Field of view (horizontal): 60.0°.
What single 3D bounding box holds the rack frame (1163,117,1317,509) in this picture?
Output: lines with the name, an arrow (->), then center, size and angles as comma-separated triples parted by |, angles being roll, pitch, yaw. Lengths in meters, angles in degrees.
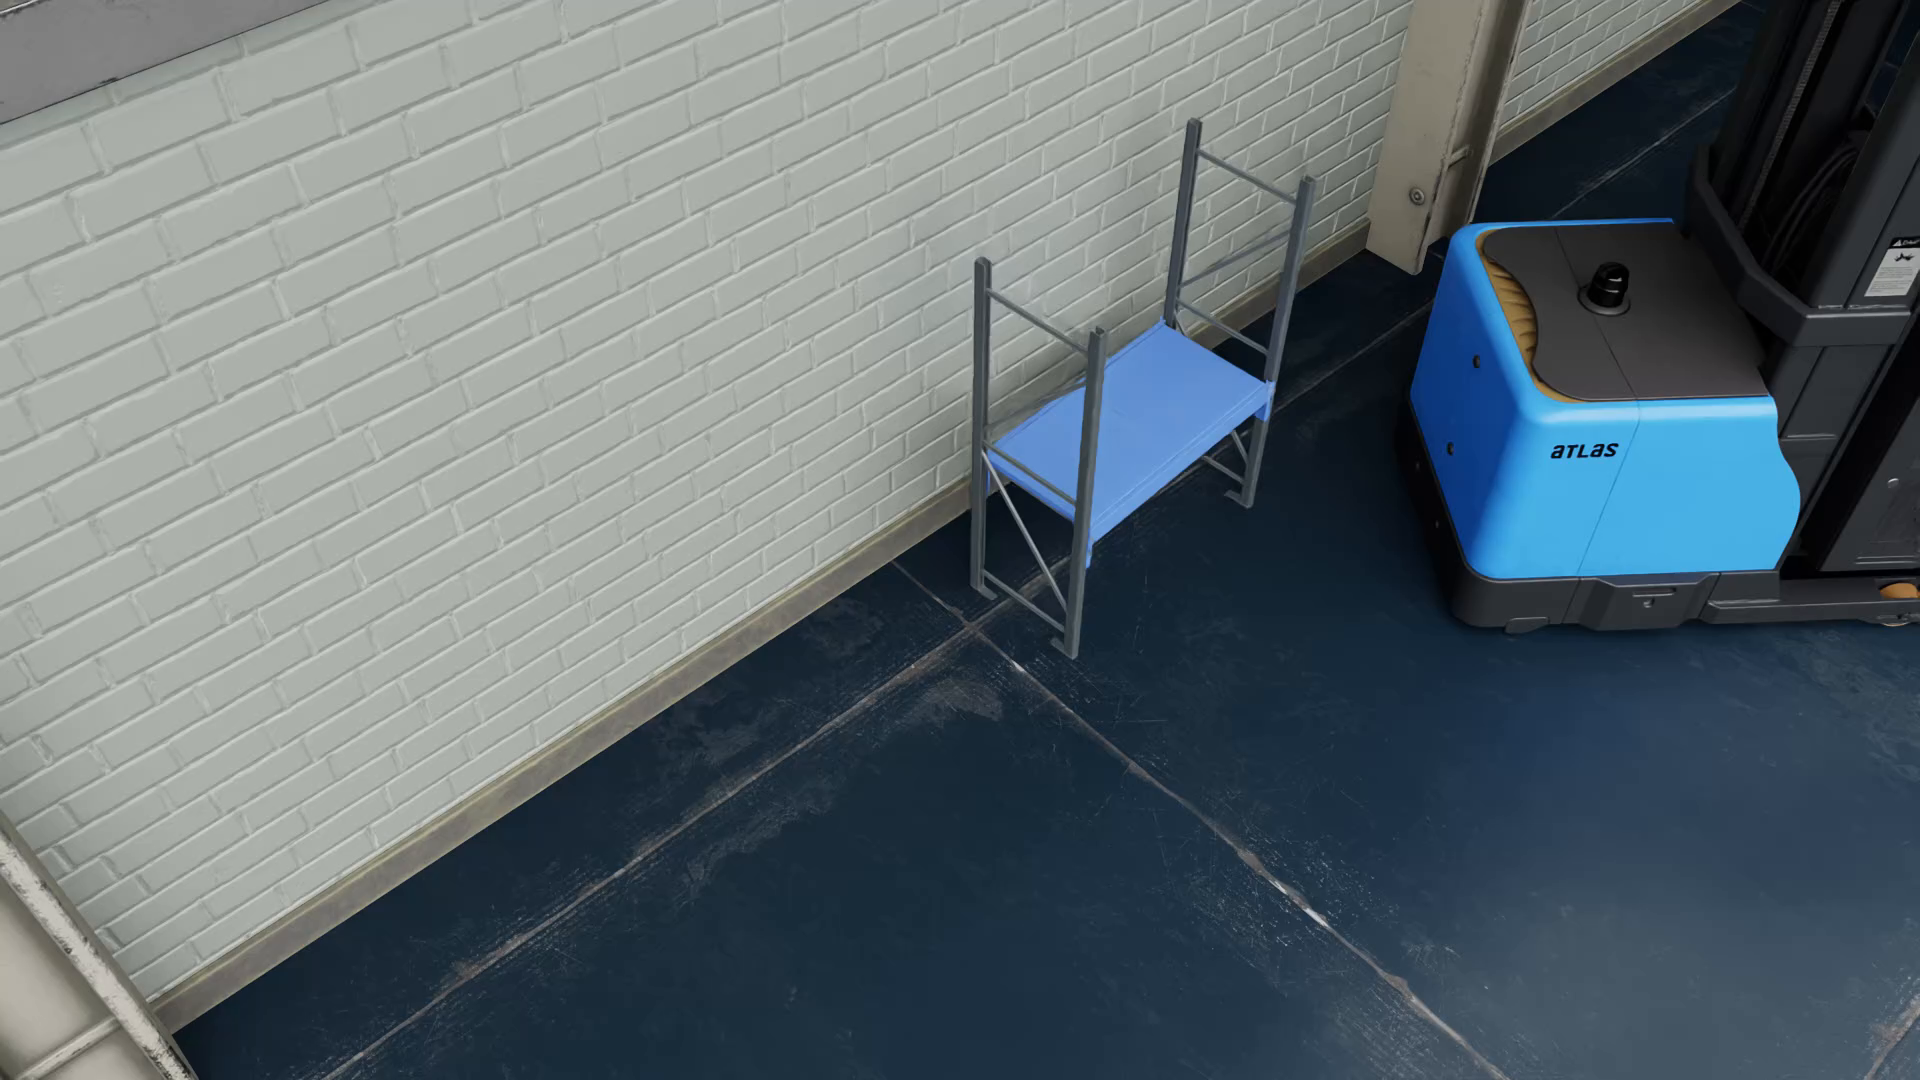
rack frame -> 0.935, -0.757, 5.924 | 0.500, 1.500, 0.032 | 36, 57, 27

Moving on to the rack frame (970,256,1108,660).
rack frame -> 0.231, -0.215, 5.430 | 0.500, 1.500, 0.032 | 36, 57, 27

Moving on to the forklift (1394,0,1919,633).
forklift -> 3.233, -1.074, 5.247 | 3.031, 2.935, 1.130 | -2, 47, -2

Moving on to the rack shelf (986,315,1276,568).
rack shelf -> 0.582, -0.366, 5.811 | 0.538, 0.185, 1.000 | 36, 57, 27

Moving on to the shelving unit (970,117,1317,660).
shelving unit -> 0.583, -0.486, 5.677 | 0.538, 1.500, 1.048 | 36, 57, 27

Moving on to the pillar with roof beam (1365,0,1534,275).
pillar with roof beam -> 4.940, -2.056, 2.024 | 0.400, 9.000, 9.100 | -34, 56, -27
